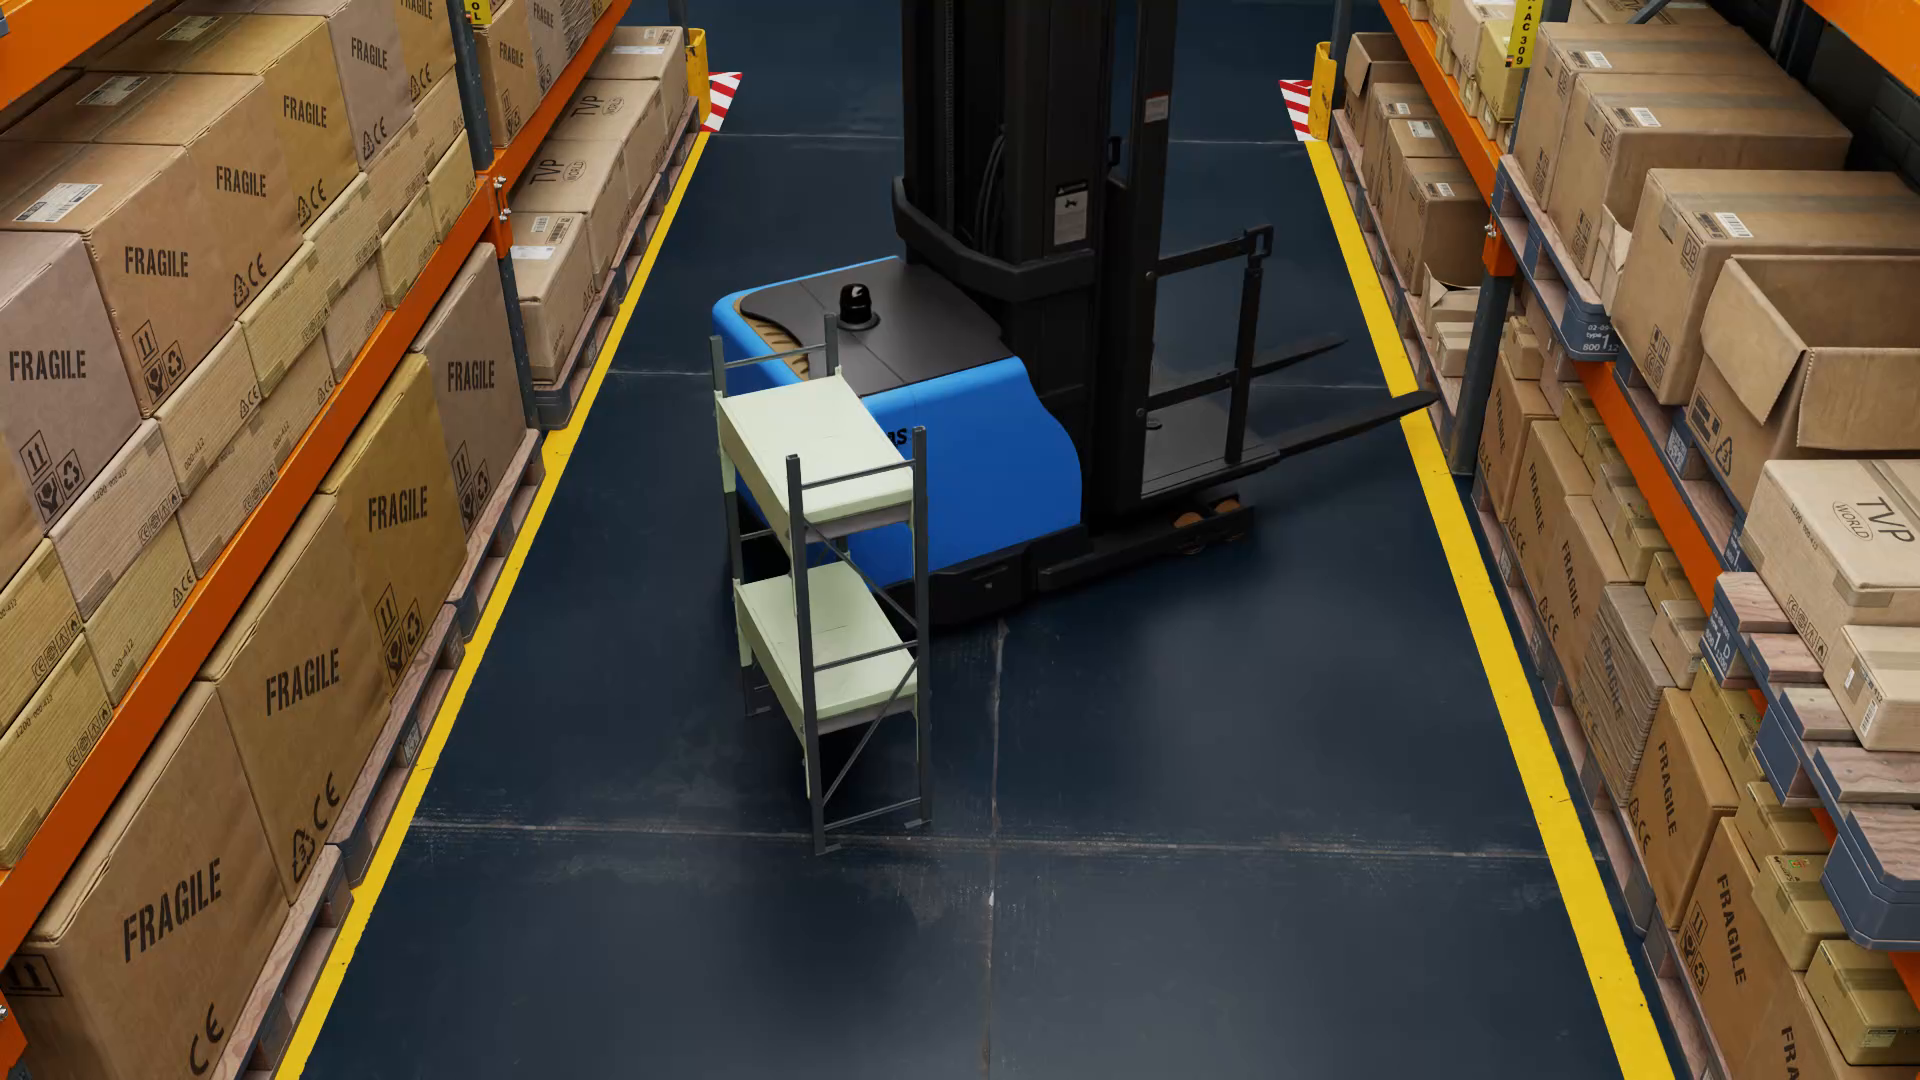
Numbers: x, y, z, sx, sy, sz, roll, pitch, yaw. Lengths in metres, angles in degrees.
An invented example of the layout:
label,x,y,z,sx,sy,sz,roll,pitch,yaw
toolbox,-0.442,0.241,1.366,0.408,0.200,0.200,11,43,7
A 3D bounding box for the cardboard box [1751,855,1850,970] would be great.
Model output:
label,x,y,z,sx,sy,sz,roll,pitch,yaw
cardboard box,2.198,0.913,4.087,0.380,0.149,0.250,0,35,-1

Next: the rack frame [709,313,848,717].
label,x,y,z,sx,sy,sz,roll,pitch,yaw
rack frame,-0.569,-0.039,5.501,0.400,1.500,0.023,-14,37,-19

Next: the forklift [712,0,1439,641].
label,x,y,z,sx,sy,sz,roll,pitch,yaw
forklift,0.607,-1.389,6.178,3.031,2.935,1.130,-18,39,-23

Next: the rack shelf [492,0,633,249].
label,x,y,z,sx,sy,sz,roll,pitch,yaw
rack shelf,-2.267,-2.491,8.311,1.077,0.370,4.000,1,35,2

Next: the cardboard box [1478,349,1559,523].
label,x,y,z,sx,sy,sz,roll,pitch,yaw
cardboard box,2.368,-0.400,6.519,0.500,0.500,0.500,3,35,4

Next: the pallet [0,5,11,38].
label,x,y,z,sx,sy,sz,roll,pitch,yaw
pallet,-2.535,-0.859,2.919,1.213,0.211,1.003,3,35,4

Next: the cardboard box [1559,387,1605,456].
label,x,y,z,sx,sy,sz,roll,pitch,yaw
cardboard box,2.399,-0.430,5.997,0.380,0.149,0.250,0,35,-1

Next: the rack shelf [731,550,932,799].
label,x,y,z,sx,sy,sz,roll,pitch,yaw
rack shelf,-0.425,0.421,5.413,0.431,0.370,0.720,-14,37,-19

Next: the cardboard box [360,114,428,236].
label,x,y,z,sx,sy,sz,roll,pitch,yaw
cardboard box,-2.135,-1.233,5.592,0.500,0.250,0.500,2,35,3

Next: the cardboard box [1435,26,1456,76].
label,x,y,z,sx,sy,sz,roll,pitch,yaw
cardboard box,2.368,-2.207,7.501,0.380,0.149,0.250,1,35,1

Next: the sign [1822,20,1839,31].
label,x,y,z,sx,sy,sz,roll,pitch,yaw
sign,3.167,-1.987,5.961,0.100,0.325,0.005,1,35,2

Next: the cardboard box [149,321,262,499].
label,x,y,z,sx,sy,sz,roll,pitch,yaw
cardboard box,-2.187,-0.350,4.334,0.500,0.250,0.500,1,35,2

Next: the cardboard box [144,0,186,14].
label,x,y,z,sx,sy,sz,roll,pitch,yaw
cardboard box,-2.645,-1.547,5.386,0.500,0.500,0.500,1,35,2

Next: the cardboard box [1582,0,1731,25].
label,x,y,z,sx,sy,sz,roll,pitch,yaw
cardboard box,2.915,-2.151,7.073,0.500,0.250,0.500,1,35,1

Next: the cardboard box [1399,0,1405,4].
label,x,y,z,sx,sy,sz,roll,pitch,yaw
cardboard box,2.384,-2.798,8.340,0.380,0.149,0.250,0,35,1

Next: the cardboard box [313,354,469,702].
label,x,y,z,sx,sy,sz,roll,pitch,yaw
cardboard box,-2.321,-0.061,5.711,0.875,0.875,0.875,2,35,3

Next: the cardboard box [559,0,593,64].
label,x,y,z,sx,sy,sz,roll,pitch,yaw
cardboard box,-2.016,-2.515,7.633,0.500,0.500,0.500,2,35,2

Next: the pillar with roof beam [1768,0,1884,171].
label,x,y,z,sx,sy,sz,roll,pitch,yaw
pillar with roof beam,-0.761,-4.457,5.265,9.100,9.000,0.400,1,35,2

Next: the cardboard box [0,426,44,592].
label,x,y,z,sx,sy,sz,roll,pitch,yaw
cardboard box,-2.244,-0.066,3.278,0.500,0.500,0.500,0,35,0

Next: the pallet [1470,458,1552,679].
label,x,y,z,sx,sy,sz,roll,pitch,yaw
pallet,2.617,0.085,6.445,1.003,0.211,1.213,1,35,2

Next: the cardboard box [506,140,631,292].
label,x,y,z,sx,sy,sz,roll,pitch,yaw
cardboard box,-2.180,-1.632,8.327,0.875,0.438,0.875,0,35,0

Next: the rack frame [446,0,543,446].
label,x,y,z,sx,sy,sz,roll,pitch,yaw
rack frame,-2.348,-1.636,6.469,1.000,3.000,0.127,1,35,2

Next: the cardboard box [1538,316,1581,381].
label,x,y,z,sx,sy,sz,roll,pitch,yaw
cardboard box,2.369,-0.710,6.137,0.380,0.149,0.250,0,35,0

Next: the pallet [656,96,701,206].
label,x,y,z,sx,sy,sz,roll,pitch,yaw
pallet,-2.141,-2.332,9.885,1.003,0.211,1.213,1,35,2

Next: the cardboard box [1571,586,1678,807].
label,x,y,z,sx,sy,sz,roll,pitch,yaw
cardboard box,2.305,0.491,5.252,0.500,0.500,0.500,0,35,0

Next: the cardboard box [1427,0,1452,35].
label,x,y,z,sx,sy,sz,roll,pitch,yaw
cardboard box,2.428,-2.457,7.509,0.500,0.250,0.500,1,35,2

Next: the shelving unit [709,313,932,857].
label,x,y,z,sx,sy,sz,roll,pitch,yaw
shelving unit,-0.425,0.155,5.226,0.431,1.500,0.755,-14,37,-19

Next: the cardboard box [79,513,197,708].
label,x,y,z,sx,sy,sz,roll,pitch,yaw
cardboard box,-2.234,0.153,4.055,0.500,0.250,0.500,0,35,1

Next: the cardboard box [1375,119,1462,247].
label,x,y,z,sx,sy,sz,roll,pitch,yaw
cardboard box,2.459,-1.830,8.554,0.500,0.500,0.500,2,35,3

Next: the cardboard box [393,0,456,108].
label,x,y,z,sx,sy,sz,roll,pitch,yaw
cardboard box,-2.115,-1.824,5.780,0.500,0.500,0.500,2,35,3

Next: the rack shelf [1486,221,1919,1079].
label,x,y,z,sx,sy,sz,roll,pitch,yaw
rack shelf,2.532,-0.080,4.881,1.077,0.370,4.000,1,35,2

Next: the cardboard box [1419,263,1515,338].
label,x,y,z,sx,sy,sz,roll,pitch,yaw
cardboard box,2.356,-1.109,7.732,0.396,0.266,0.258,3,35,4

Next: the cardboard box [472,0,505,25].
label,x,y,z,sx,sy,sz,roll,pitch,yaw
cardboard box,-2.086,-2.354,6.534,0.500,0.500,0.500,2,35,2

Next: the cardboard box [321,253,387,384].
label,x,y,z,sx,sy,sz,roll,pitch,yaw
cardboard box,-2.175,-0.729,5.309,0.500,0.250,0.500,0,35,1

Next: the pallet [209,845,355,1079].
label,x,y,z,sx,sy,sz,roll,pitch,yaw
pallet,-2.401,1.352,4.643,1.003,0.211,1.213,1,35,2

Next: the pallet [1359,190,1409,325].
label,x,y,z,sx,sy,sz,roll,pitch,yaw
pallet,2.687,-1.480,8.673,1.003,0.211,1.213,1,35,2

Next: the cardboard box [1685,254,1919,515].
label,x,y,z,sx,sy,sz,roll,pitch,yaw
cardboard box,2.332,-0.382,4.229,0.797,0.503,0.637,1,35,1

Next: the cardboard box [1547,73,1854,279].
label,x,y,z,sx,sy,sz,roll,pitch,yaw
cardboard box,2.349,-1.166,5.348,0.700,0.500,0.500,2,35,2

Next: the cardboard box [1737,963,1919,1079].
label,x,y,z,sx,sy,sz,roll,pitch,yaw
cardboard box,2.254,1.377,3.990,0.500,0.500,0.500,2,35,3

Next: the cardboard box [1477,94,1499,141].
label,x,y,z,sx,sy,sz,roll,pitch,yaw
cardboard box,2.362,-1.760,6.864,0.380,0.149,0.250,2,35,3

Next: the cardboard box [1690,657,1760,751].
label,x,y,z,sx,sy,sz,roll,pitch,yaw
cardboard box,2.318,0.469,4.719,0.380,0.149,0.250,1,35,1

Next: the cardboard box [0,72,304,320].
label,x,y,z,sx,sy,sz,roll,pitch,yaw
cardboard box,-2.174,-0.938,4.519,0.500,0.500,0.500,2,35,3

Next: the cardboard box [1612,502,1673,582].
label,x,y,z,sx,sy,sz,roll,pitch,yaw
cardboard box,2.342,0.013,5.367,0.380,0.149,0.250,3,35,4
